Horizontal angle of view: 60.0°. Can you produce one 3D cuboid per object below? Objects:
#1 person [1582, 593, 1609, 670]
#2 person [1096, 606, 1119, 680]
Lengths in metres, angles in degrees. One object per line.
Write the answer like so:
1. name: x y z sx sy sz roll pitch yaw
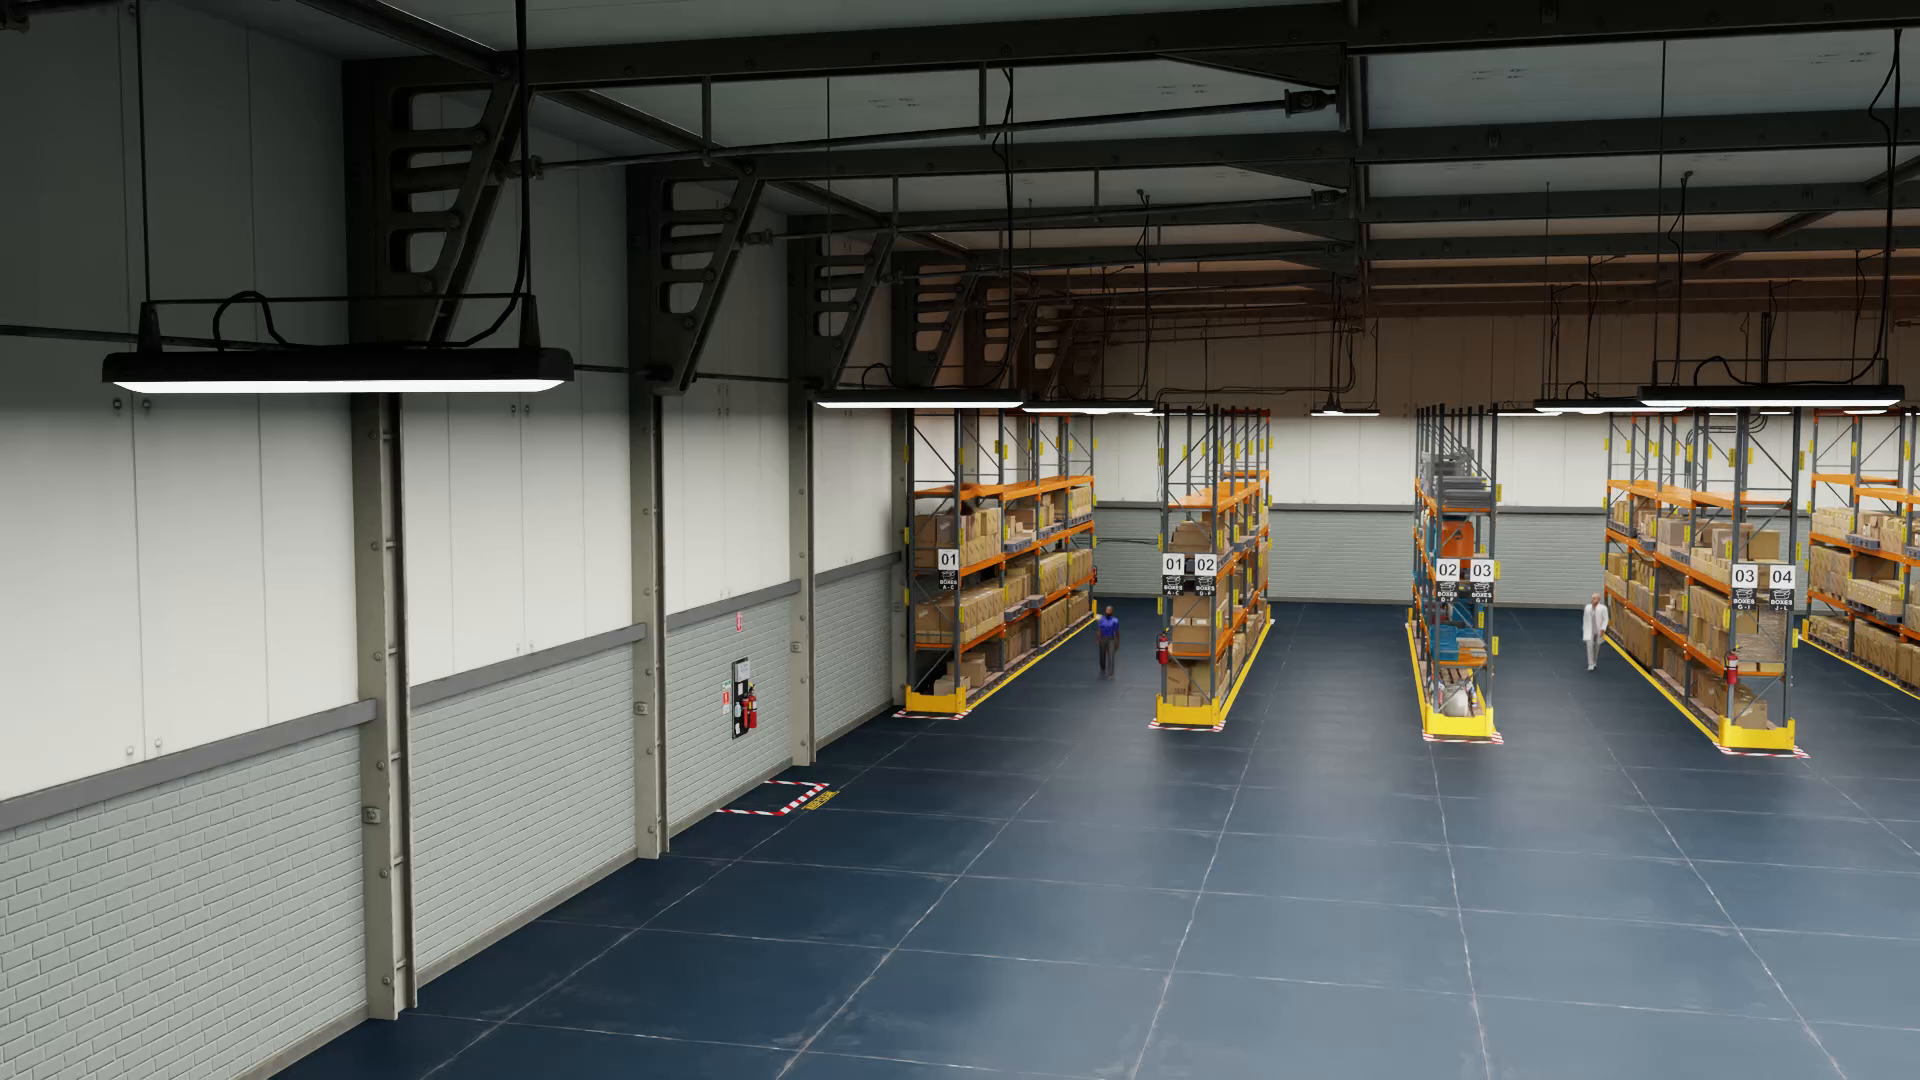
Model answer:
1. person: 14.454 2.077 37.818 0.543 1.717 1.125 1 4 12
2. person: 3.251 2.256 36.657 0.526 1.588 0.939 0 4 4
